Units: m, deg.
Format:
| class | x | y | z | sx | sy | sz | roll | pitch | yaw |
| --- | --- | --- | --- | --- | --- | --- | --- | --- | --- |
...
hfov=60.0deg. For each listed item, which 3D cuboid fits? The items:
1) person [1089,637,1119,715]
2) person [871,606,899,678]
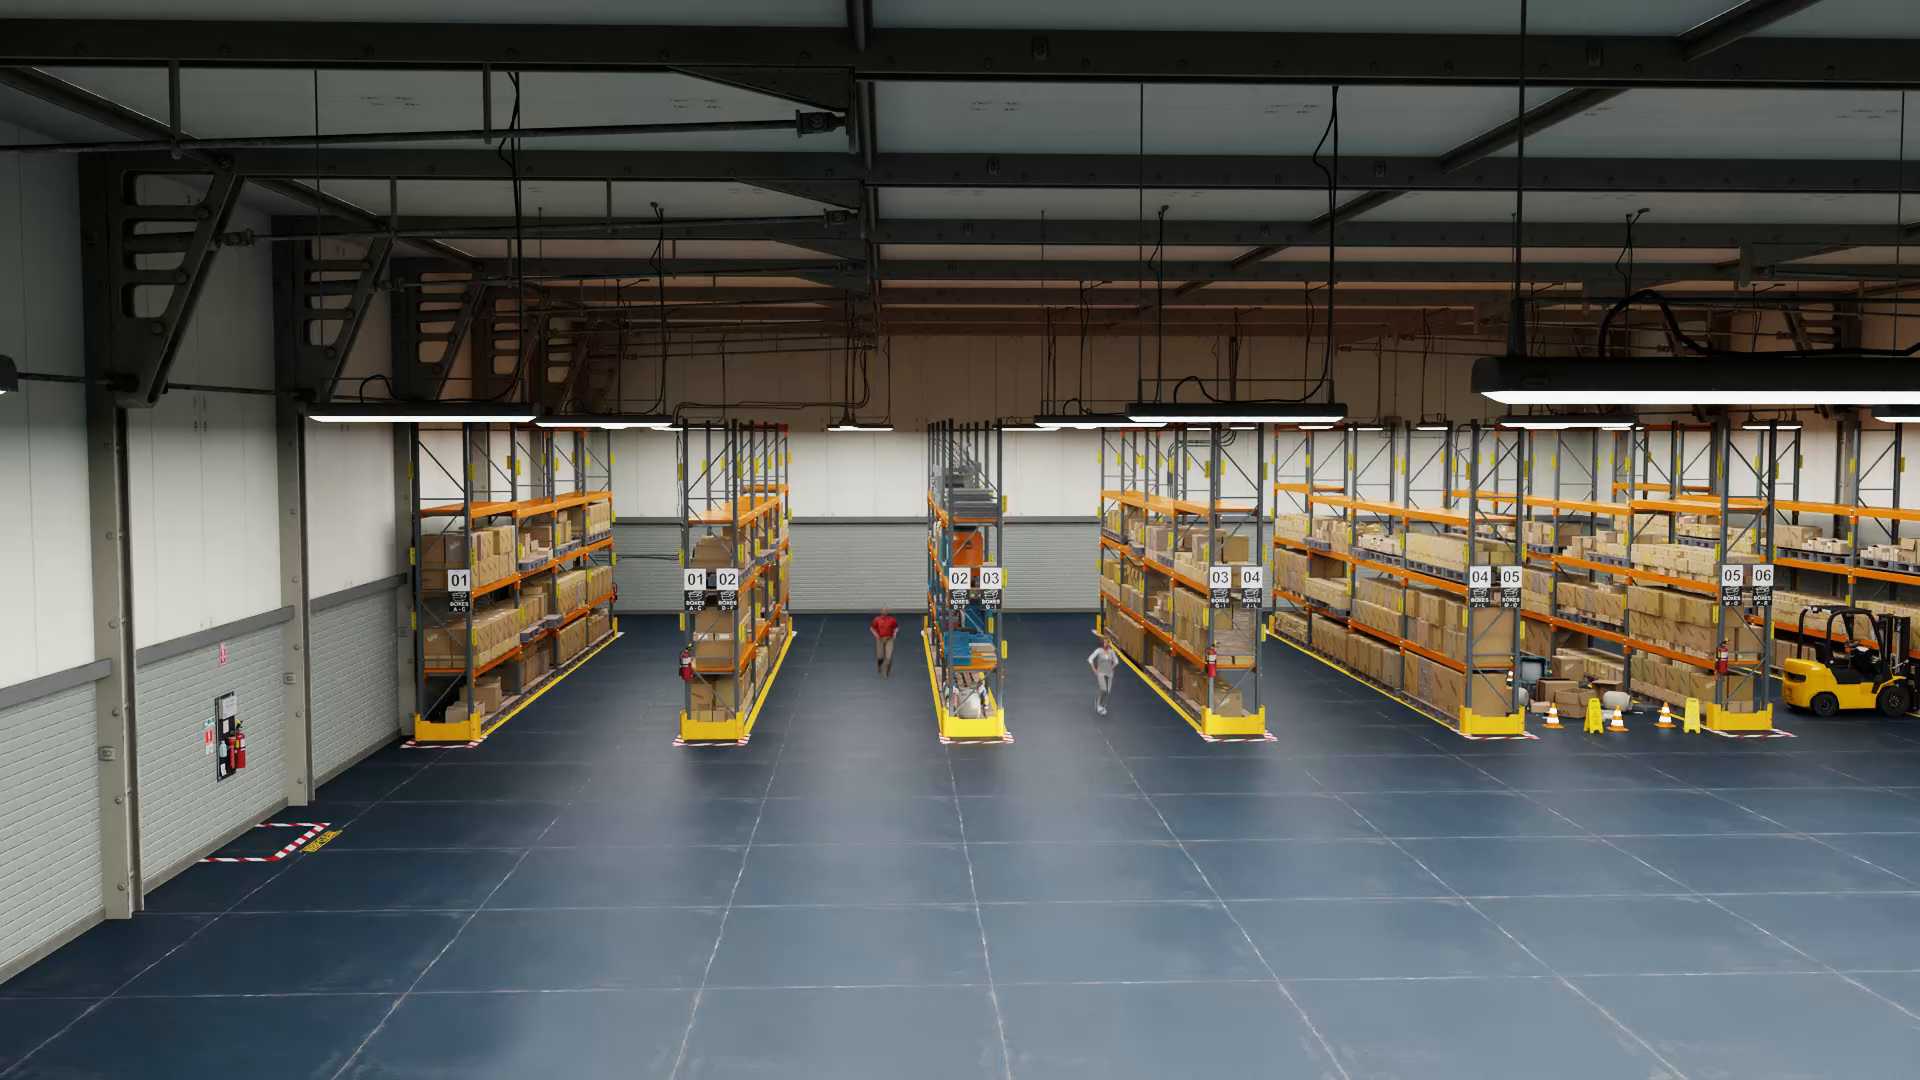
| class | x | y | z | sx | sy | sz | roll | pitch | yaw |
| --- | --- | --- | --- | --- | --- | --- | --- | --- | --- |
| person | 2.945 | 2.762 | 33.763 | 0.593 | 1.577 | 0.557 | -1 | 4 | -14 |
| person | -1.757 | 2.383 | 39.044 | 0.660 | 1.674 | 0.626 | -1 | 4 | -9 |
